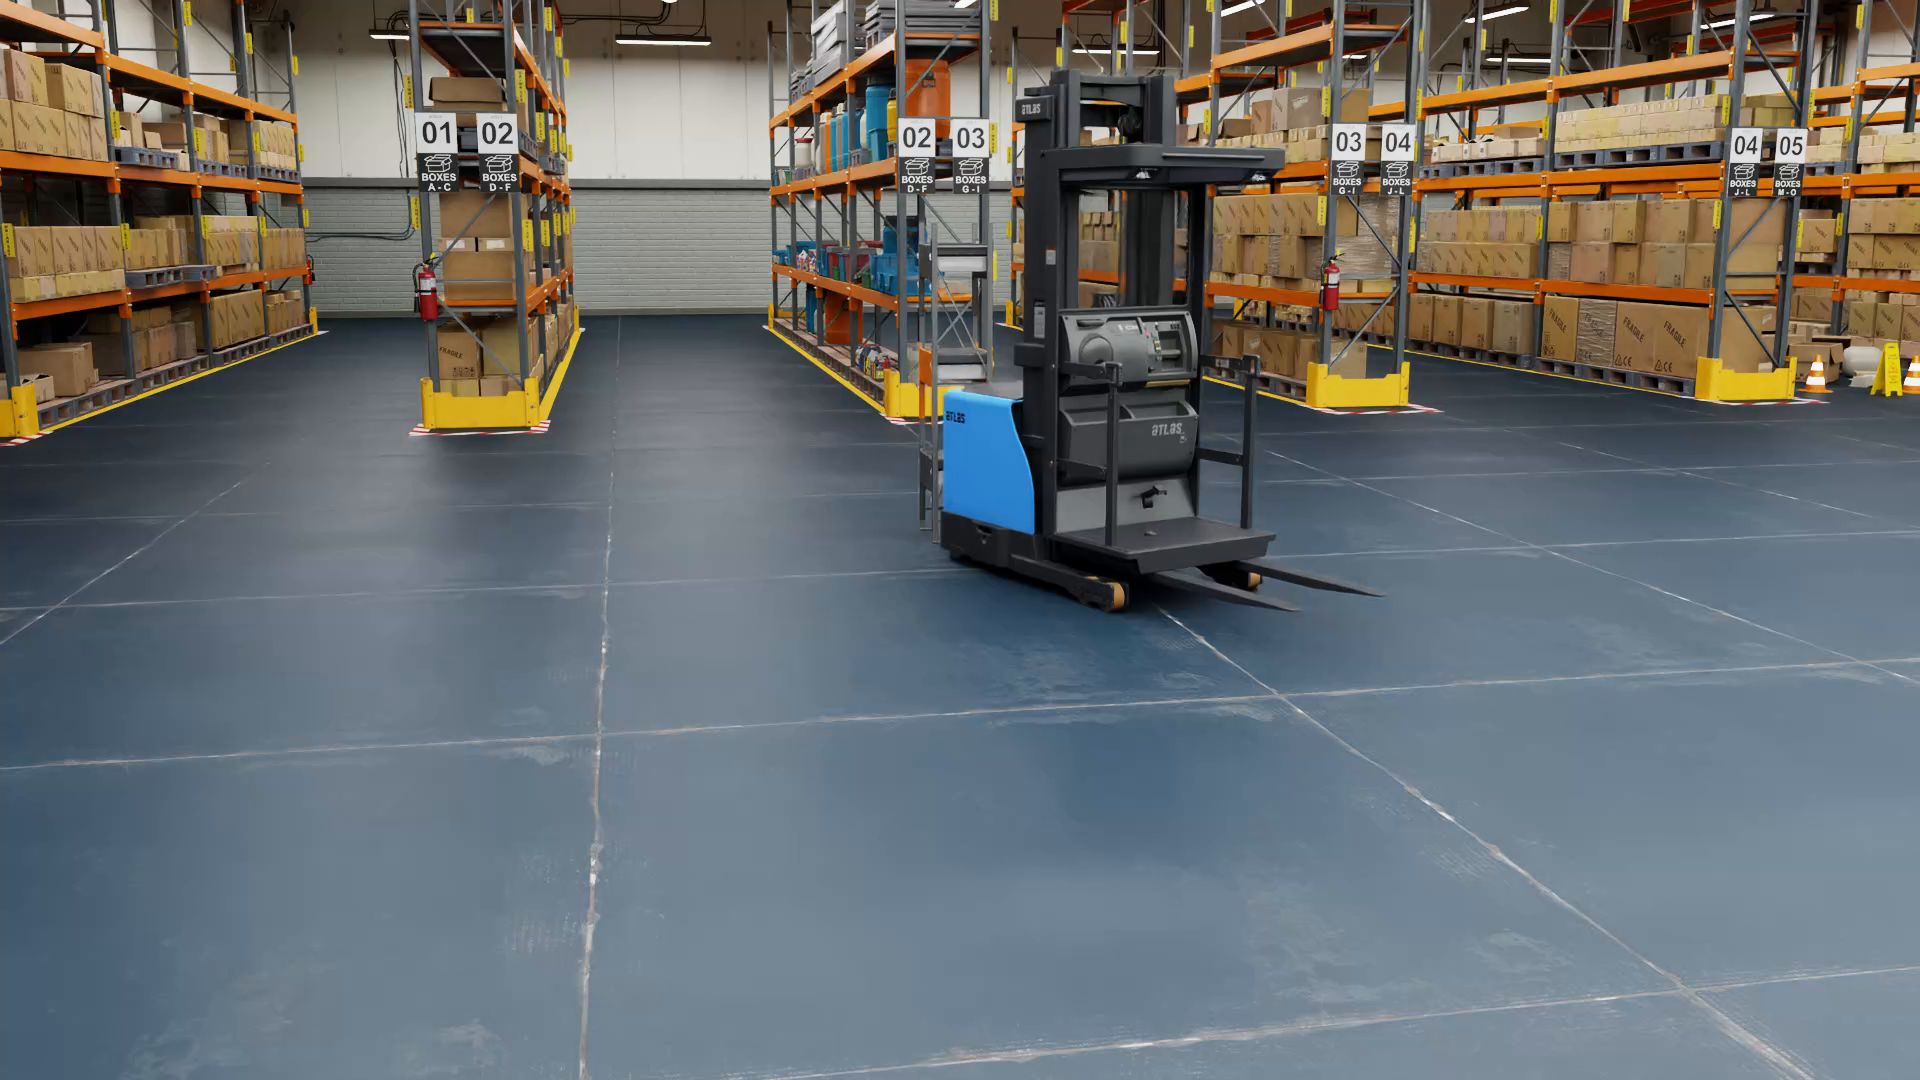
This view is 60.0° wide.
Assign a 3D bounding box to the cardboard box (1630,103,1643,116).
[{"bbox_3d":[8.864,-5.535,21.379,0.380,0.149,0.250,-2,11,-11],"label":"cardboard box"}]

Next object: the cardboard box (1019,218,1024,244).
[{"bbox_3d":[1.488,-6.232,33.517,0.500,0.500,0.500,-2,11,-12],"label":"cardboard box"}]

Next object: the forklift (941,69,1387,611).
[{"bbox_3d":[1.098,-1.147,9.382,1.130,2.935,3.031,-7,13,-32],"label":"forklift"}]

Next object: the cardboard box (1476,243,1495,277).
[{"bbox_3d":[8.221,-4.262,25.300,0.500,0.500,0.500,-2,11,-10],"label":"cardboard box"}]

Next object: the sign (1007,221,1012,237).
[{"bbox_3d":[1.017,-6.426,34.408,0.100,0.325,0.005,-2,11,-11],"label":"sign"}]

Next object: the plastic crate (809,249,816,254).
[{"bbox_3d":[-2.634,-5.325,31.308,0.437,0.282,0.530,-2,11,-11],"label":"plastic crate"}]

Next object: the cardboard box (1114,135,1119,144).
[{"bbox_3d":[2.929,-6.353,27.132,0.797,0.503,0.637,-1,11,-8],"label":"cardboard box"}]

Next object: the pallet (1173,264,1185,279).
[{"bbox_3d":[3.544,-4.058,25.006,1.003,0.211,1.213,-2,11,-11],"label":"pallet"}]

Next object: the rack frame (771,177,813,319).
[{"bbox_3d":[-3.296,-5.801,33.650,1.000,3.000,0.127,-2,11,-11],"label":"rack frame"}]

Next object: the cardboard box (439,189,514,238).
[{"bbox_3d":[-5.132,-3.469,17.663,0.700,0.500,0.500,-2,11,-11],"label":"cardboard box"}]

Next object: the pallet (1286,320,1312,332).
[{"bbox_3d":[7.060,-4.161,32.494,1.003,0.211,1.213,-2,11,-11],"label":"pallet"}]

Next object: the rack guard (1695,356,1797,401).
[{"bbox_3d":[9.564,-1.976,20.240,1.175,0.500,0.348,-2,11,-11],"label":"rack guard"}]

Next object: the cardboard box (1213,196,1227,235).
[{"bbox_3d":[3.735,-4.375,22.421,0.500,0.500,0.500,-2,11,-11],"label":"cardboard box"}]

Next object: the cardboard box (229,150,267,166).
[{"bbox_3d":[-12.111,-6.498,28.304,0.500,0.250,0.500,-2,11,-11],"label":"cardboard box"}]

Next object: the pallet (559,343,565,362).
[{"bbox_3d":[-6.707,-2.922,25.986,1.003,0.211,1.213,-2,11,-11],"label":"pallet"}]

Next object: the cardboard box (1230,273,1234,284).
[{"bbox_3d":[3.813,-3.469,22.074,0.380,0.149,0.250,-2,11,-11],"label":"cardboard box"}]

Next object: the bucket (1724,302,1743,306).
[{"bbox_3d":[11.069,-3.139,24.357,0.726,0.611,0.620,2,1,9],"label":"bucket"}]

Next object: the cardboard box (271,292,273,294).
[{"bbox_3d":[-12.852,-4.489,30.589,0.380,0.149,0.250,-2,11,-11],"label":"cardboard box"}]

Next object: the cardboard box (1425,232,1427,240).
[{"bbox_3d":[8.103,-5.143,28.153,0.380,0.149,0.250,-2,11,-11],"label":"cardboard box"}]

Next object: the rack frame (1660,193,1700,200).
[{"bbox_3d":[16.152,-6.522,37.442,1.000,3.000,0.127,-2,11,-11],"label":"rack frame"}]

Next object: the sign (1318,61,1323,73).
[{"bbox_3d":[6.690,-8.837,30.851,0.100,0.325,0.005,-2,11,-11],"label":"sign"}]

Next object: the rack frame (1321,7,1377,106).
[{"bbox_3d":[7.226,-8.356,31.032,1.000,3.000,0.127,-2,11,-11],"label":"rack frame"}]

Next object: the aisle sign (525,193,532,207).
[{"bbox_3d":[-8.457,-6.900,32.474,0.394,0.787,0.004,-2,11,-11],"label":"aisle sign"}]

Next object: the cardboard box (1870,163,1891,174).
[{"bbox_3d":[13.431,-5.374,24.059,0.380,0.149,0.250,-2,11,-11],"label":"cardboard box"}]

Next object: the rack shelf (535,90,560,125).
[{"bbox_3d":[-6.988,-6.918,26.470,1.077,0.370,4.000,-2,11,-11],"label":"rack shelf"}]

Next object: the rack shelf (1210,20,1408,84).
[{"bbox_3d":[4.286,-6.005,20.613,1.077,0.370,4.000,-2,11,-11],"label":"rack shelf"}]

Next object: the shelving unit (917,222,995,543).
[{"bbox_3d":[-0.032,-1.062,11.160,0.431,2.100,0.503,-2,11,-11],"label":"shelving unit"}]

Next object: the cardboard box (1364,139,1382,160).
[{"bbox_3d":[4.834,-4.544,19.426,0.500,0.250,0.500,-2,11,-9],"label":"cardboard box"}]

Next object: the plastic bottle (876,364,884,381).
[{"bbox_3d":[-0.971,-2.028,20.139,0.097,0.201,0.097,0,11,0],"label":"plastic bottle"}]

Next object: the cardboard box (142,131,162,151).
[{"bbox_3d":[-11.296,-5.266,22.490,0.797,0.503,0.637,-1,11,-3],"label":"cardboard box"}]

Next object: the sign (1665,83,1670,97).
[{"bbox_3d":[15.619,-9.947,36.683,0.100,0.325,0.005,-2,11,-11],"label":"sign"}]

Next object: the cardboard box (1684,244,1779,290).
[{"bbox_3d":[9.443,-3.348,20.364,0.875,0.550,0.550,-2,11,-11],"label":"cardboard box"}]

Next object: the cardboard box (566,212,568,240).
[{"bbox_3d":[-7.393,-5.713,30.251,0.500,0.500,0.500,-2,11,-13],"label":"cardboard box"}]

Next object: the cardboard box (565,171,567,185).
[{"bbox_3d":[-7.600,-6.753,31.033,0.500,0.250,0.500,-2,11,-11],"label":"cardboard box"}]

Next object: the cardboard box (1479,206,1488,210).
[{"bbox_3d":[11.209,-6.980,35.170,0.380,0.149,0.250,-2,11,-13],"label":"cardboard box"}]

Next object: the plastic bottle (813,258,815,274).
[{"bbox_3d":[-2.324,-4.429,26.786,0.097,0.271,0.097,0,11,0],"label":"plastic bottle"}]

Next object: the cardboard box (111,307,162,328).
[{"bbox_3d":[-11.112,-2.999,22.431,0.500,0.250,0.500,-2,11,-11],"label":"cardboard box"}]

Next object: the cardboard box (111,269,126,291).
[{"bbox_3d":[-10.290,-3.100,19.808,0.500,0.250,0.500,-2,11,-11],"label":"cardboard box"}]

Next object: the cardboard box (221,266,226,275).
[{"bbox_3d":[-11.572,-4.163,25.666,0.380,0.149,0.250,-2,11,-10],"label":"cardboard box"}]

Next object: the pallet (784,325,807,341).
[{"bbox_3d":[-2.699,-3.831,30.758,1.003,0.211,1.213,-2,11,-11],"label":"pallet"}]

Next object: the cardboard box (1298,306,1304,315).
[{"bbox_3d":[6.788,-4.456,32.293,0.380,0.149,0.250,-3,11,-14],"label":"cardboard box"}]

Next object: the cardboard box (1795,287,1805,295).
[{"bbox_3d":[16.868,-4.962,33.073,0.380,0.149,0.250,-2,11,-13],"label":"cardboard box"}]

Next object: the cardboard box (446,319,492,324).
[{"bbox_3d":[-5.844,-2.364,19.822,0.500,0.500,0.500,-2,11,-11],"label":"cardboard box"}]

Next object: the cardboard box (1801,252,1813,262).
[{"bbox_3d":[13.212,-4.357,25.612,0.380,0.149,0.250,-2,11,-13],"label":"cardboard box"}]

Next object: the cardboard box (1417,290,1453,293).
[{"bbox_3d":[8.107,-4.157,28.573,0.500,0.250,0.500,-3,11,-14],"label":"cardboard box"}]

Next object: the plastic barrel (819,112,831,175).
[{"bbox_3d":[-1.793,-5.895,24.781,0.600,0.901,0.600,0,11,0],"label":"plastic barrel"}]

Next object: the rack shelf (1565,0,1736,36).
[{"bbox_3d":[12.450,-9.467,29.904,1.077,0.370,4.000,-2,11,-11],"label":"rack shelf"}]

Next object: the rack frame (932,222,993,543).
[{"bbox_3d":[0.015,-1.017,10.925,0.400,2.100,0.015,-2,11,-11],"label":"rack frame"}]

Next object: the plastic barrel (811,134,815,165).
[{"bbox_3d":[-2.232,-6.400,27.289,0.433,0.535,0.433,0,11,0],"label":"plastic barrel"}]

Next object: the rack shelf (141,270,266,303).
[{"bbox_3d":[-11.847,-3.987,26.043,1.077,0.370,4.000,-2,11,-11],"label":"rack shelf"}]

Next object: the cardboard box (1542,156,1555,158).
[{"bbox_3d":[8.823,-5.747,24.625,0.250,0.149,0.380,-2,11,-11],"label":"cardboard box"}]

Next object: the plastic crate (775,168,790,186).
[{"bbox_3d":[-3.268,-6.954,31.851,0.504,0.338,0.767,-2,11,-11],"label":"plastic crate"}]

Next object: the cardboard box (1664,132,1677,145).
[{"bbox_3d":[9.015,-5.002,20.713,0.380,0.149,0.250,-2,11,-10],"label":"cardboard box"}]

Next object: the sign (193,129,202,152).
[{"bbox_3d":[-10.925,-5.720,23.822,0.100,0.325,0.005,-2,11,-11],"label":"sign"}]

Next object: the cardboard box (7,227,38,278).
[{"bbox_3d":[-9.700,-2.909,16.799,0.500,0.500,0.500,-2,11,-11],"label":"cardboard box"}]

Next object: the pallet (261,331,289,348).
[{"bbox_3d":[-12.307,-3.479,28.911,1.003,0.211,1.213,-2,11,-11],"label":"pallet"}]

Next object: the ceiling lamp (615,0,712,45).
[{"bbox_3d":[-6.222,-12.018,34.662,2.000,3.185,0.800,-2,11,-11],"label":"ceiling lamp"}]

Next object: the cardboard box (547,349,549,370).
[{"bbox_3d":[-5.657,-2.359,21.798,0.500,0.250,0.500,-2,11,-12],"label":"cardboard box"}]
